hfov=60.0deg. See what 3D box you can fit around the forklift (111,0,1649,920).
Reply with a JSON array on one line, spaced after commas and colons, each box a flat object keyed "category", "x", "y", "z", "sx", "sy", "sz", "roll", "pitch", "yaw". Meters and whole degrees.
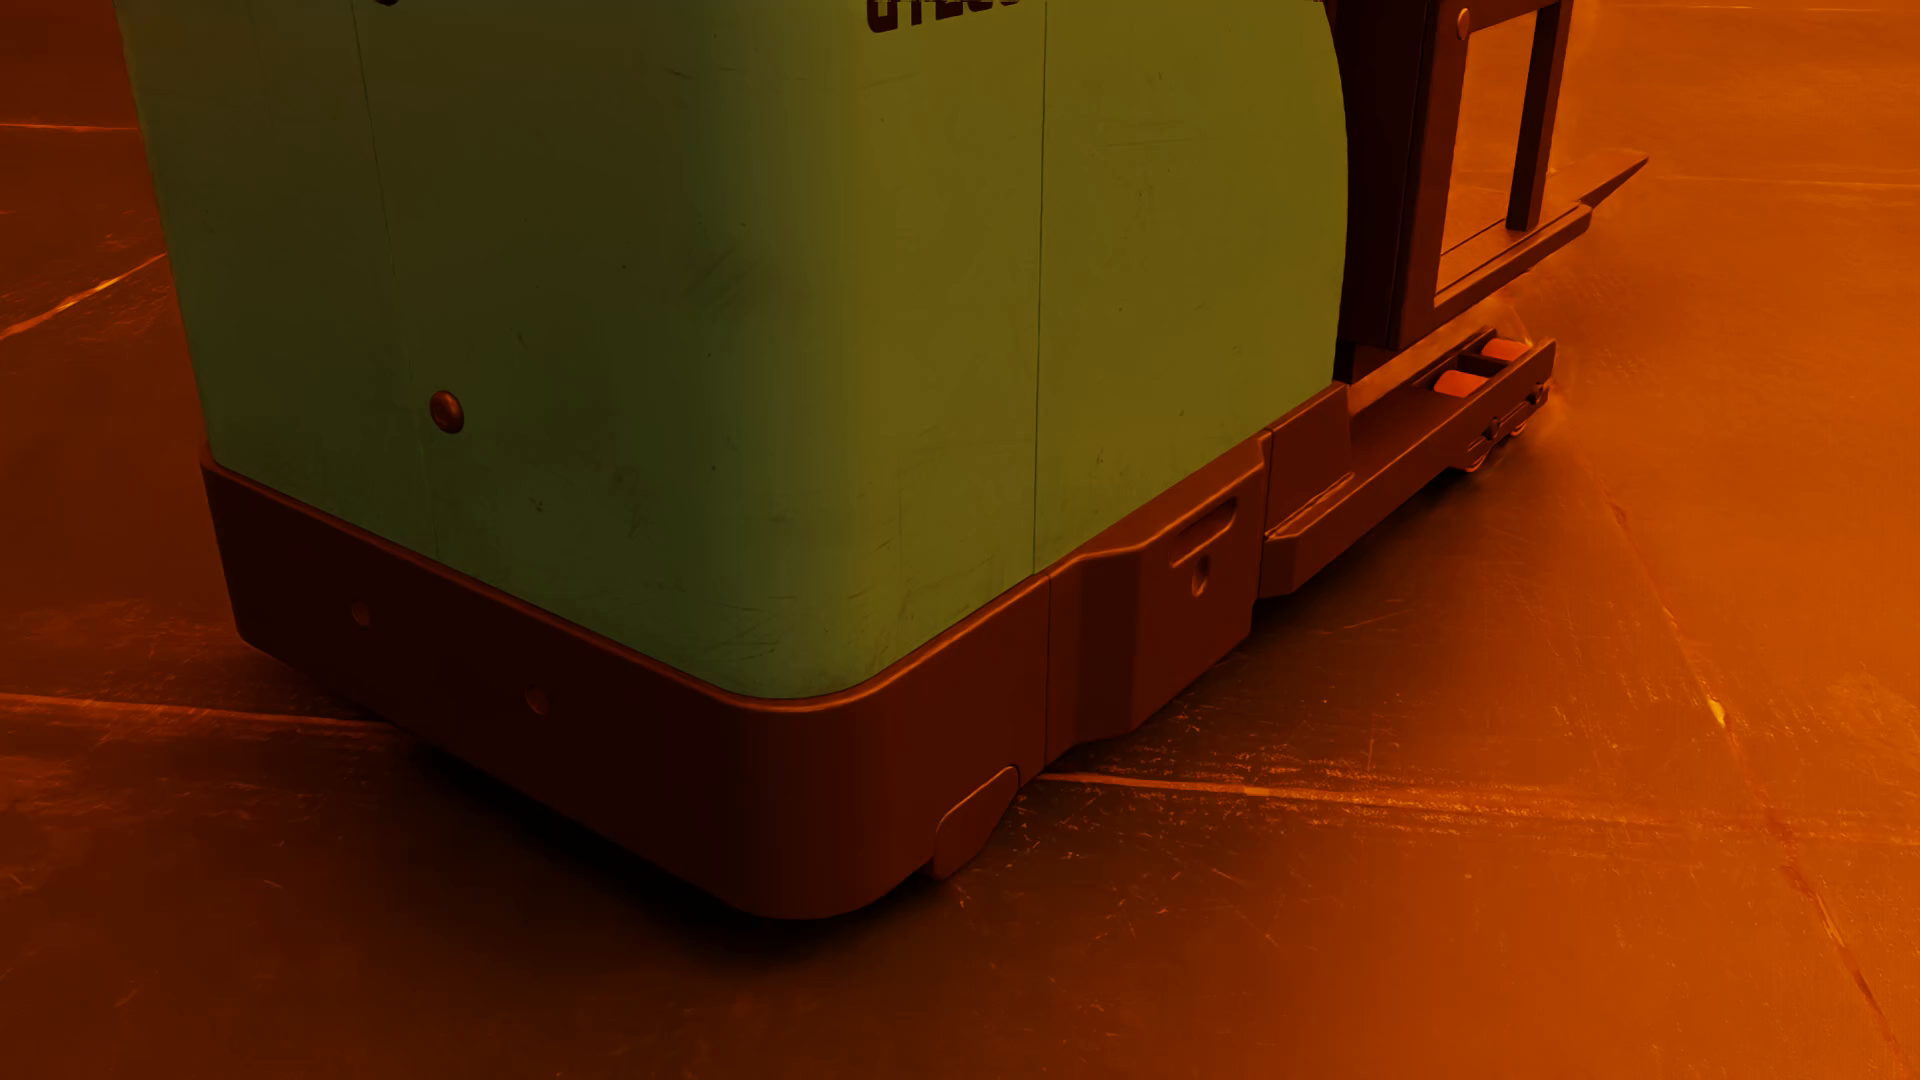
[{"category": "forklift", "x": 0.365, "y": -1.540, "z": 2.303, "sx": 1.130, "sy": 2.935, "sz": 3.031, "roll": 19, "pitch": 32, "yaw": 33}]
